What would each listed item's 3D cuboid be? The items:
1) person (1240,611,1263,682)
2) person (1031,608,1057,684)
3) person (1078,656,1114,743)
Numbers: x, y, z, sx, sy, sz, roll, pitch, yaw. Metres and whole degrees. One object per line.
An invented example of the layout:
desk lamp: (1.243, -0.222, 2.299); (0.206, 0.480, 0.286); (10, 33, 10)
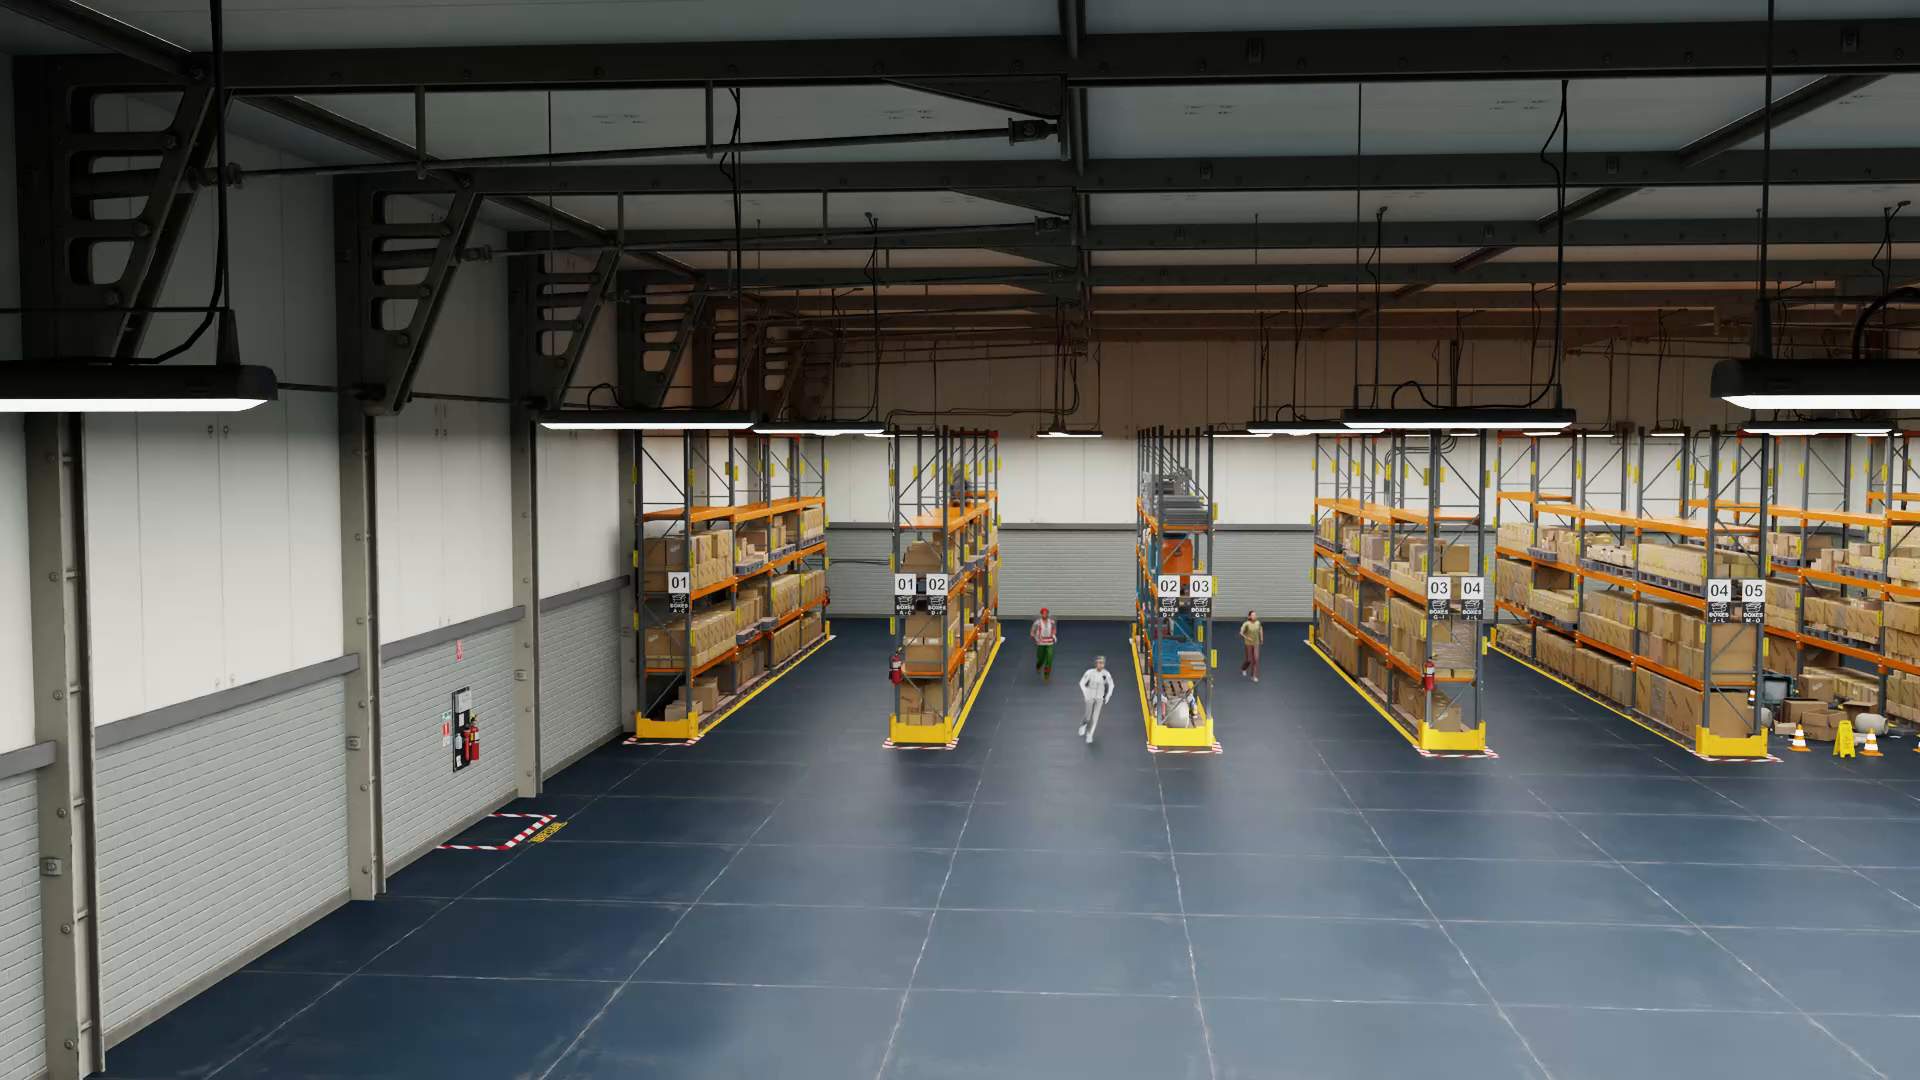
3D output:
person: (6.970, 2.511, 39.721); (0.601, 1.670, 0.794); (-1, 3, -10)
person: (2.004, 2.481, 39.354); (0.658, 1.771, 0.863); (-1, 3, -11)
person: (2.611, 3.013, 31.716); (0.657, 1.648, 0.594); (0, 3, -5)
